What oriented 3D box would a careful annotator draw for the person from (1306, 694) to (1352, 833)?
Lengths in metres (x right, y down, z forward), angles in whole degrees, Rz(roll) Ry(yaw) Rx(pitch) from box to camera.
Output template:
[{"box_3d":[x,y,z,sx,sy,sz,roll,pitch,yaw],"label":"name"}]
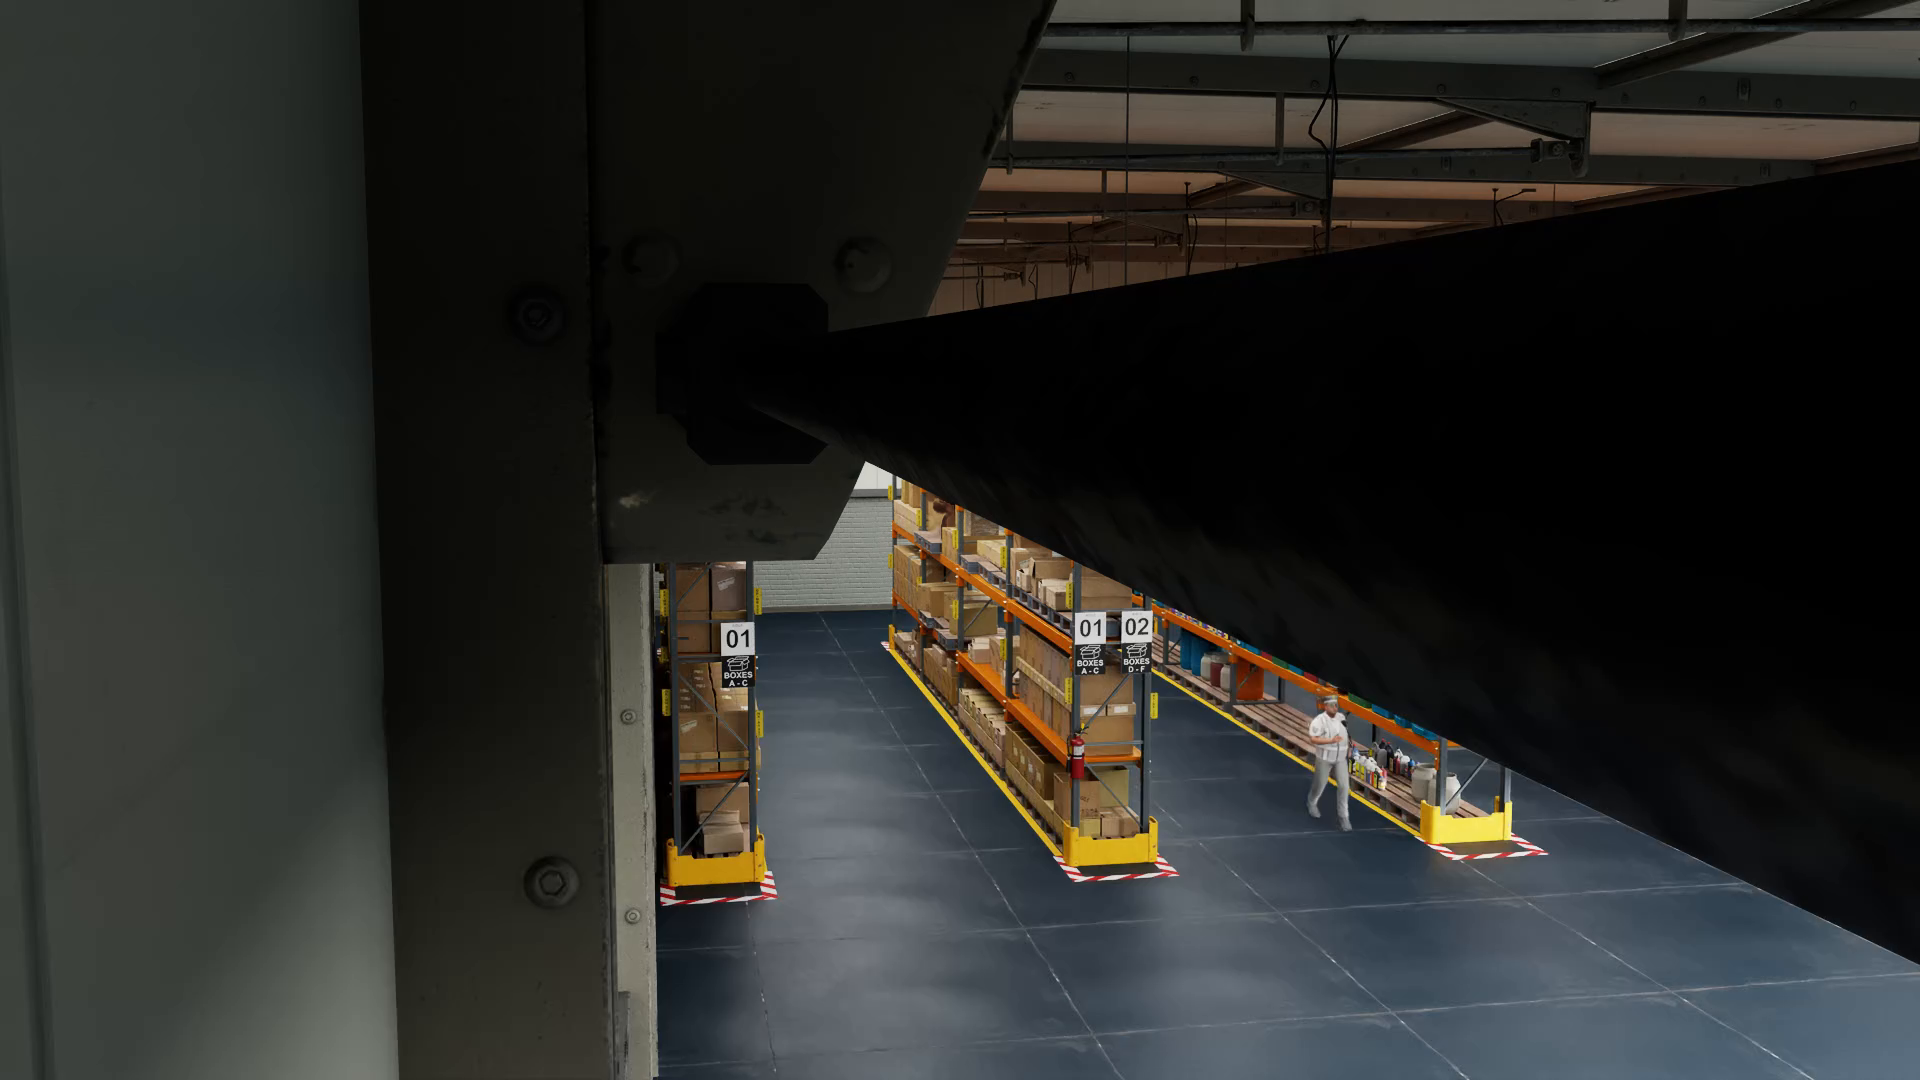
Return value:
[{"box_3d":[5.050,2.987,22.674,0.649,1.812,0.913,-1,6,-13],"label":"person"}]
